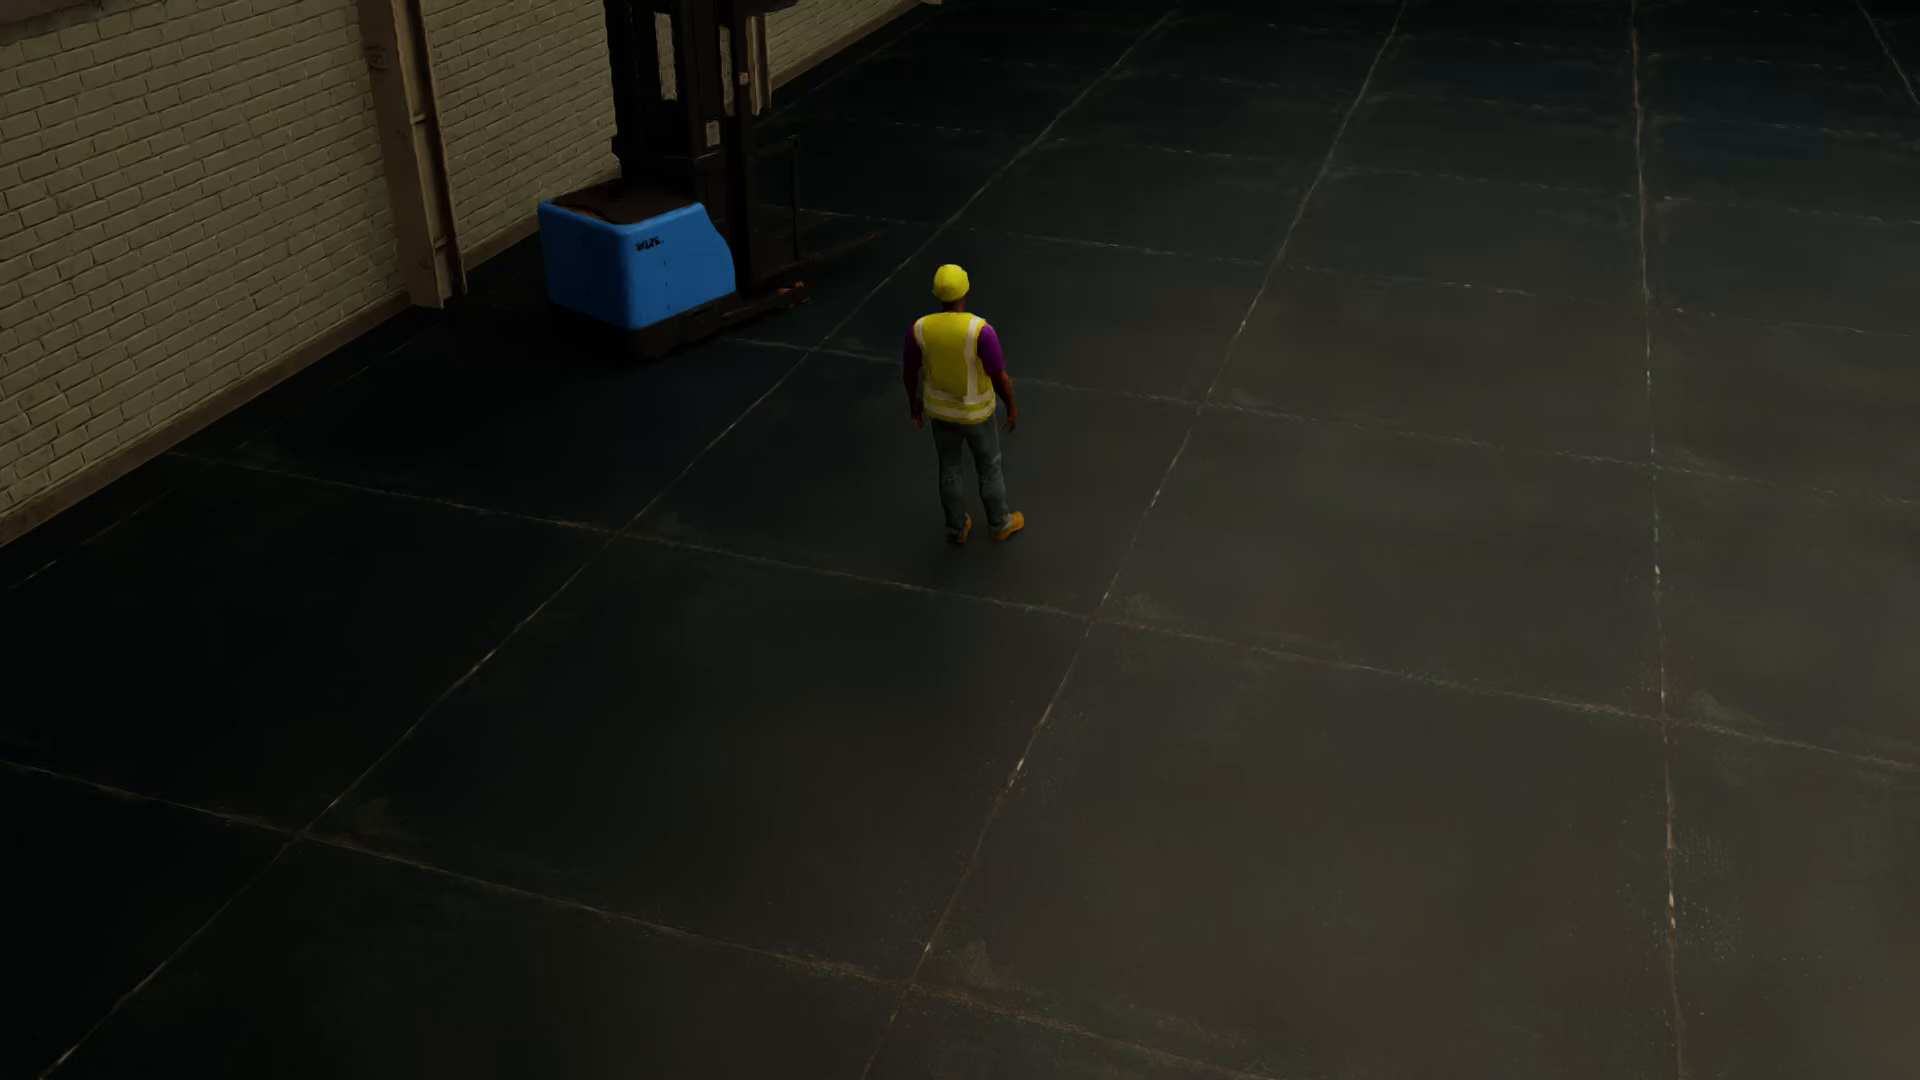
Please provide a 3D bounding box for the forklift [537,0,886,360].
[{"bbox_3d":[-1.843,-3.266,12.865,1.130,2.935,3.031,22,36,33],"label":"forklift"}]

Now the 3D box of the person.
[{"bbox_3d":[0.028,-0.802,9.713,0.665,1.760,0.576,10,31,16],"label":"person"}]
